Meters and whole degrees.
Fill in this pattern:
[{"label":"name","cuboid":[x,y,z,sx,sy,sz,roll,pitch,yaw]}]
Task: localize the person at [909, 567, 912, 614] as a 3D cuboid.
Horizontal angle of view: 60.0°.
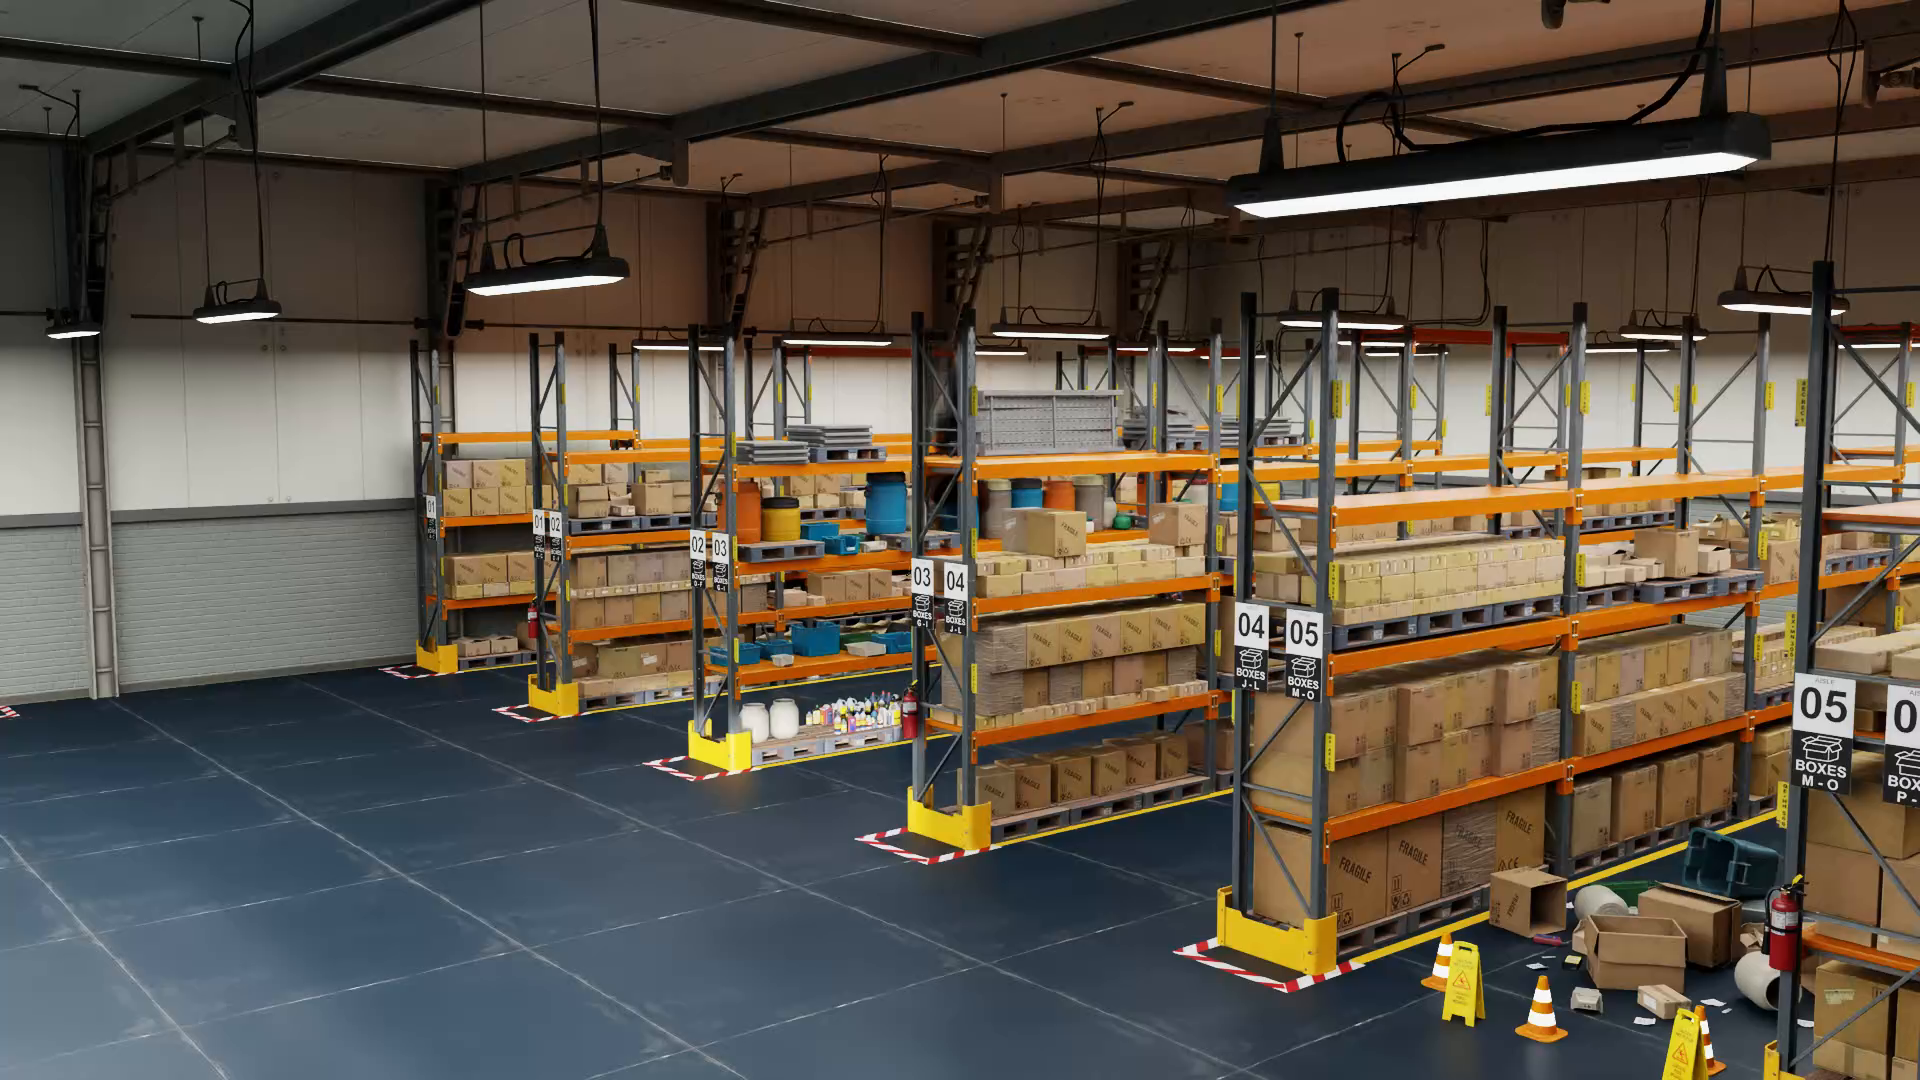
[{"label":"person","cuboid":[-0.821,1.126,34.204,0.638,1.771,0.863,4,7,38]}]
